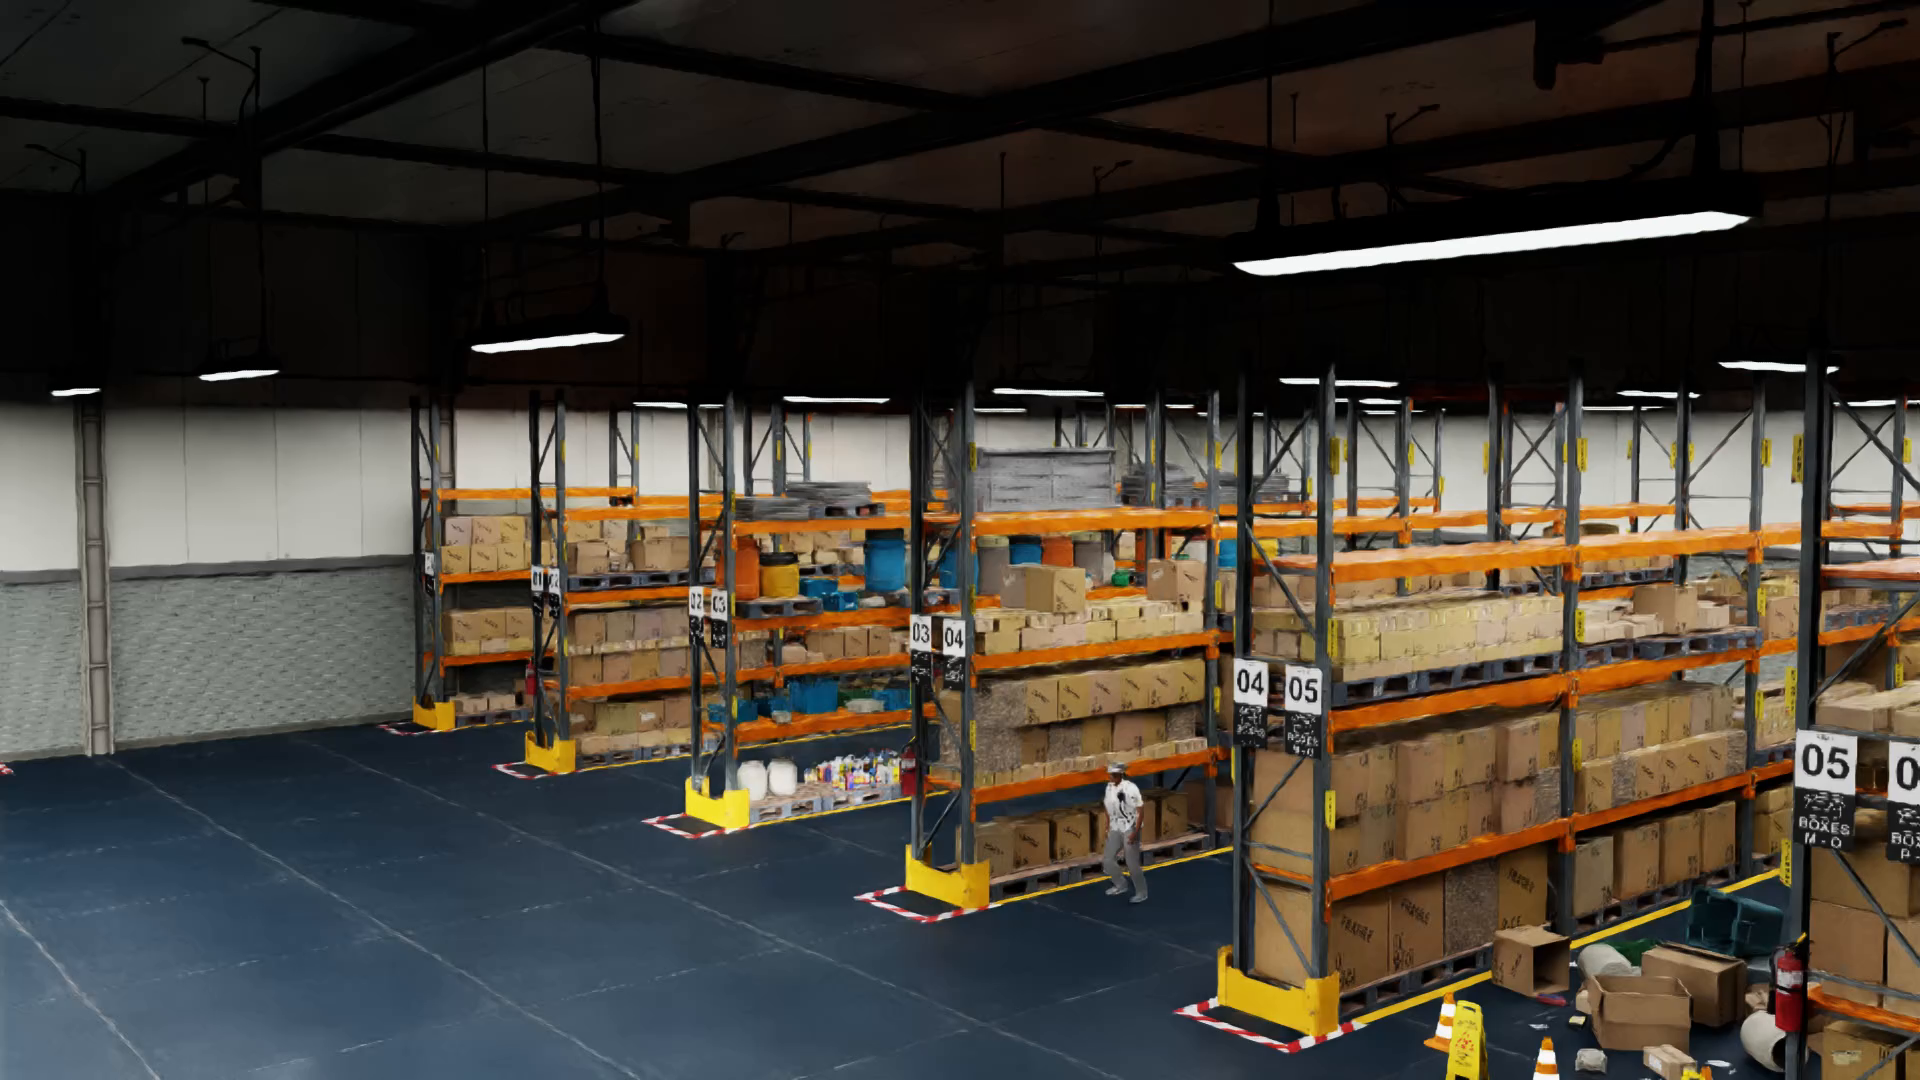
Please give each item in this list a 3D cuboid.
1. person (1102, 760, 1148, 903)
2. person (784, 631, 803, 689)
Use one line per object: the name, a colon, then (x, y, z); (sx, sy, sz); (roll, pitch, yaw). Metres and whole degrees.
person: (1.841, 3.254, 18.697); (0.526, 1.629, 0.592); (-3, 5, -42)
person: (-3.186, 2.504, 32.176); (0.519, 1.541, 0.566); (-3, 5, -43)
